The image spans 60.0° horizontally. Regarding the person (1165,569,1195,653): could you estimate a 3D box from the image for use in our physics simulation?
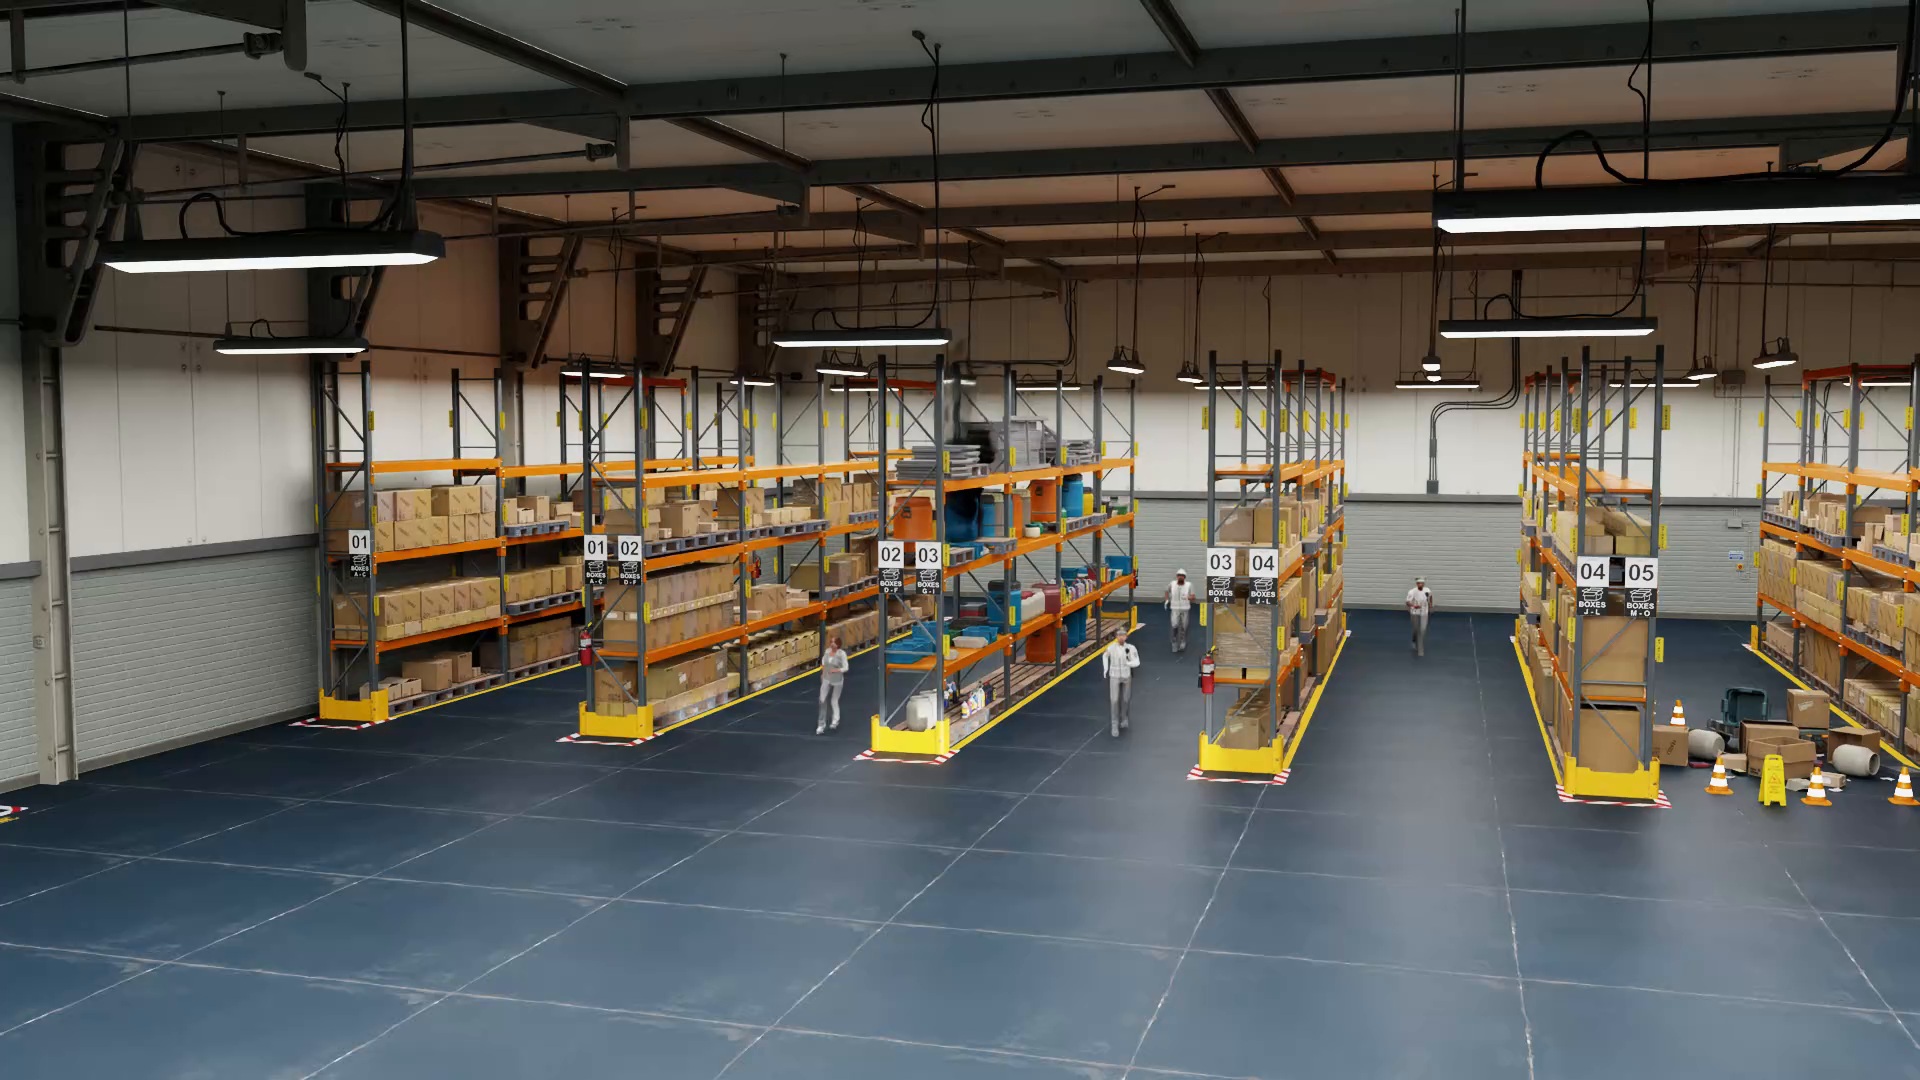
[{"bbox_3d":[4.765,1.543,36.034,0.664,1.832,0.757,1,4,8],"label":"person"}]

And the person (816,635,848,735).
[{"bbox_3d":[-2.018,2.323,26.693,0.522,1.622,0.719,1,4,15],"label":"person"}]

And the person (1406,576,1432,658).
[{"bbox_3d":[9.852,1.616,35.688,0.600,1.713,0.970,0,4,4],"label":"person"}]

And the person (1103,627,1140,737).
[{"bbox_3d":[2.580,2.228,26.648,0.599,1.708,0.860,1,4,7],"label":"person"}]
